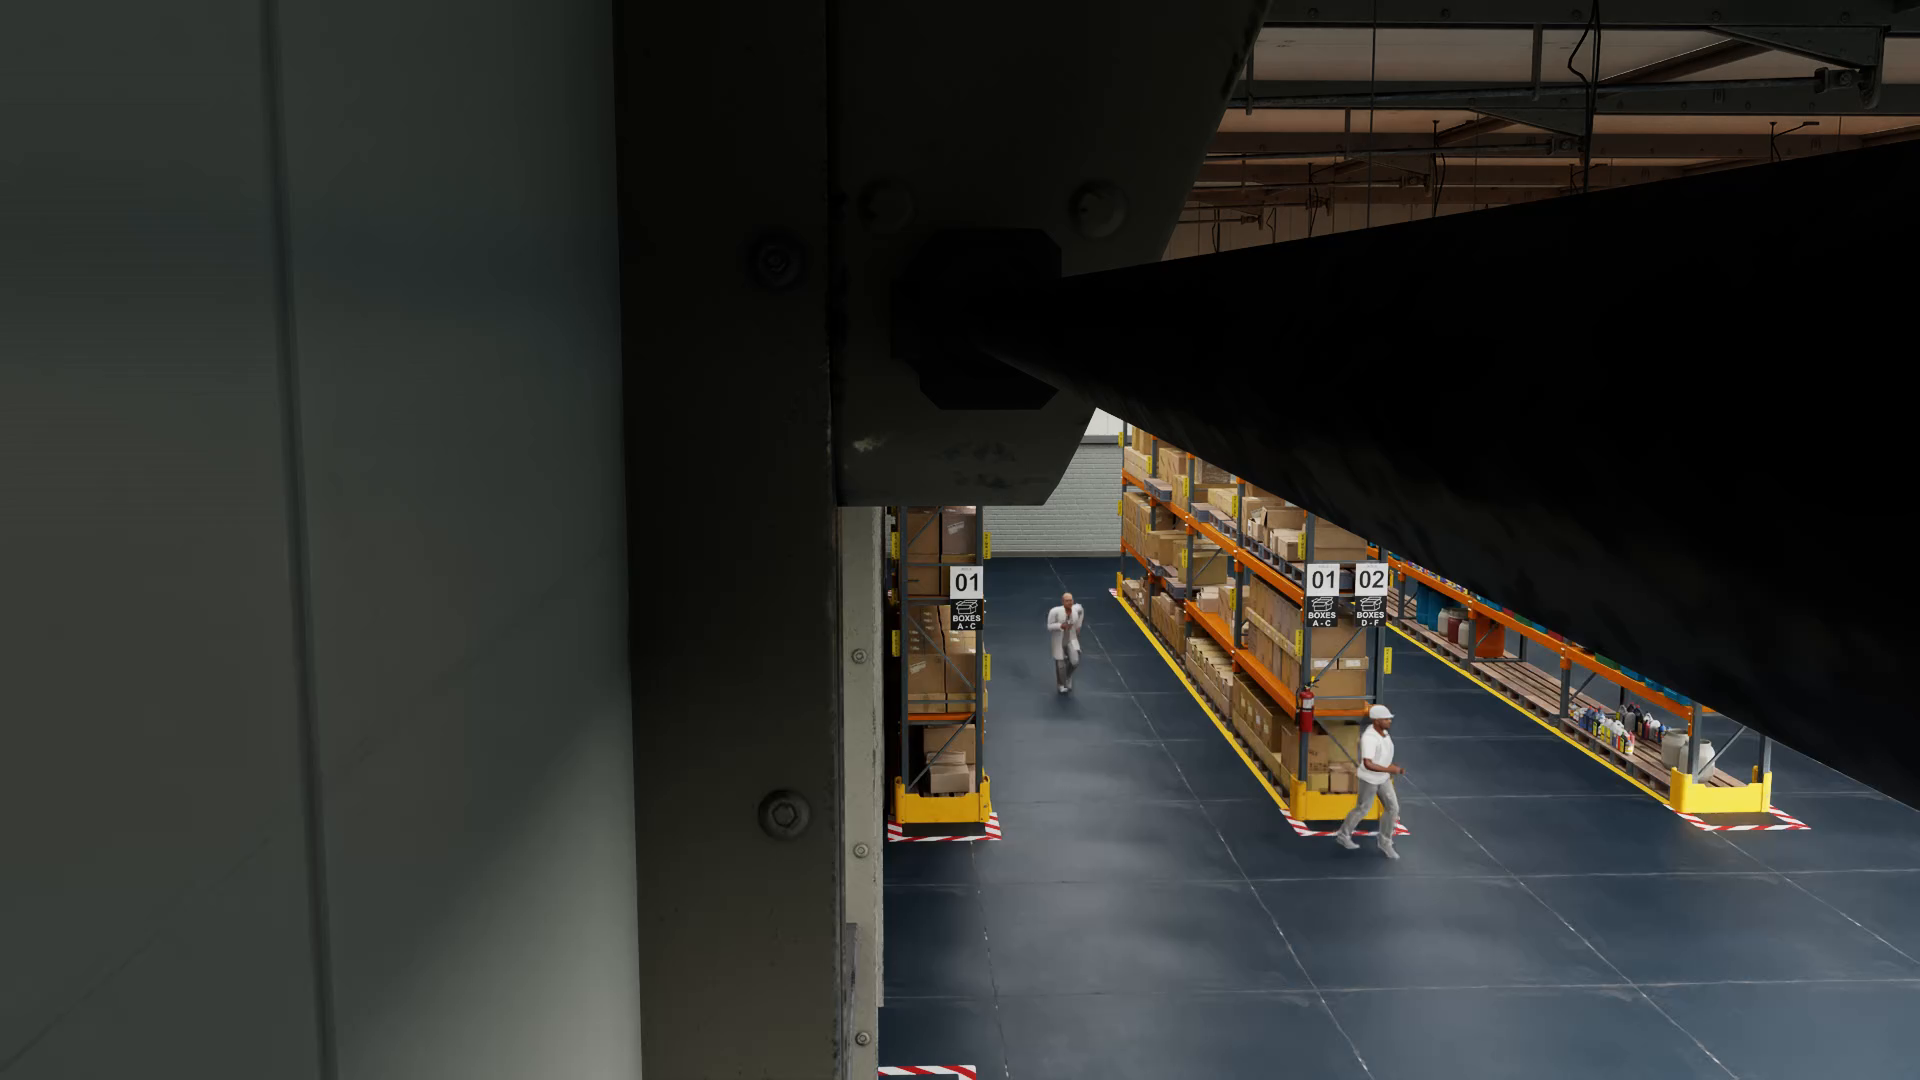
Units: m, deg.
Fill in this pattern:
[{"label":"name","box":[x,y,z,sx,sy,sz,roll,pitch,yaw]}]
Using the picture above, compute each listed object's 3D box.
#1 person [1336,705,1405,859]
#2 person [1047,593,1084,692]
[{"label":"person","box":[4.757,2.788,19.140,0.817,1.825,0.684,6,10,38]},{"label":"person","box":[1.731,1.775,27.049,0.681,1.518,0.885,-1,8,-8]}]
